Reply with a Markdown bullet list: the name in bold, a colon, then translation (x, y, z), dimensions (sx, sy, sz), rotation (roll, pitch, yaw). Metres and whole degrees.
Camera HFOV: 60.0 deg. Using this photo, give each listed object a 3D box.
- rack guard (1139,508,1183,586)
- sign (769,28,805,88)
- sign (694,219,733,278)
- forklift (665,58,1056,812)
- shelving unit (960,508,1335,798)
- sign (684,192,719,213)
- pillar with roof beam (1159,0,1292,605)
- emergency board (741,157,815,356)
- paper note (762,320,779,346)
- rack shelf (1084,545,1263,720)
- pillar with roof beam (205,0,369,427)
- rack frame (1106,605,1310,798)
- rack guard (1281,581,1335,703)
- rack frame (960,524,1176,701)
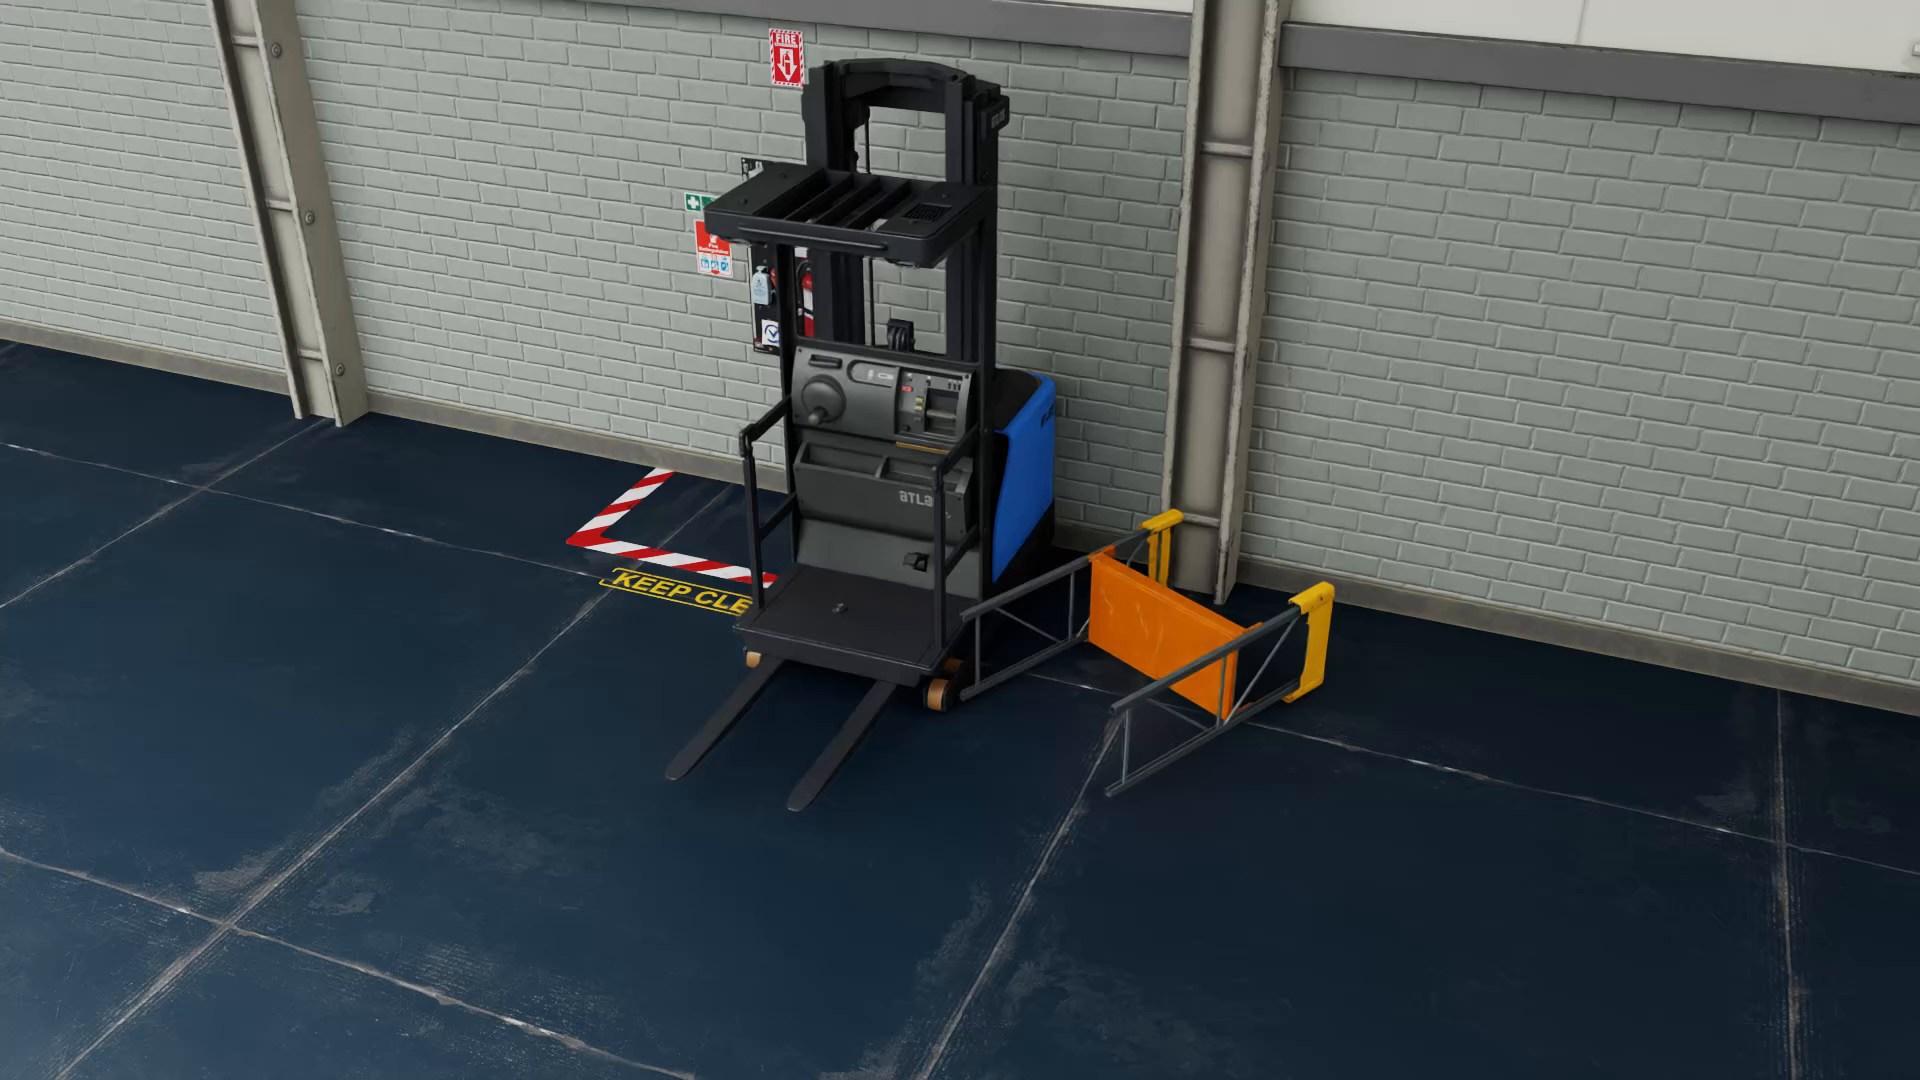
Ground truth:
- **rack guard**: translation (1.060, 0.137, 8.884), dimensions (0.250, 0.587, 0.087), rotation (-23, 37, -35)
- **sign**: translation (-0.928, -2.585, 8.919), dimensions (0.199, 0.298, 0.001), rotation (11, 31, 19)
- **sign**: translation (-1.432, -1.693, 9.661), dimensions (0.234, 0.329, 0.001), rotation (11, 31, 19)
- **forklift**: translation (-0.462, -0.658, 7.935), dimensions (1.130, 2.935, 3.031), rotation (11, 31, 18)
- **shelving unit**: translation (0.914, 0.524, 8.200), dimensions (1.500, 0.587, 1.083), rotation (-23, 37, -35)
- **sign**: translation (-1.431, -1.919, 9.522), dimensions (0.331, 0.109, 0.001), rotation (11, 31, 19)
- **pillar with roof beam**: translation (-0.301, -1.703, 3.617), dimensions (0.400, 9.000, 9.100), rotation (11, 31, 19)
- **emergency board**: translation (-0.958, -1.529, 9.406), dimensions (0.643, 1.169, 0.194), rotation (11, 31, 19)
- **paper note**: translation (-1.097, -1.209, 9.736), dimensions (0.142, 0.148, 0.016), rotation (11, 31, 19)
- **rack shelf**: translation (1.044, 0.463, 8.309), dimensions (0.185, 0.538, 1.000), rotation (-23, 37, -35)
- **pillar with roof beam**: translation (-5.861, -2.813, 5.581), dimensions (0.400, 9.000, 9.100), rotation (11, 31, 19)
- **rack frame**: translation (1.241, 0.710, 7.872), dimensions (1.500, 0.500, 0.032), rotation (-23, 37, -35)
- **rack guard**: translation (1.712, 0.508, 8.229), dimensions (0.250, 0.587, 0.087), rotation (-23, 37, -35)
- **rack frame**: translation (0.575, 0.332, 8.540), dimensions (1.500, 0.500, 0.032), rotation (-23, 37, -35)
